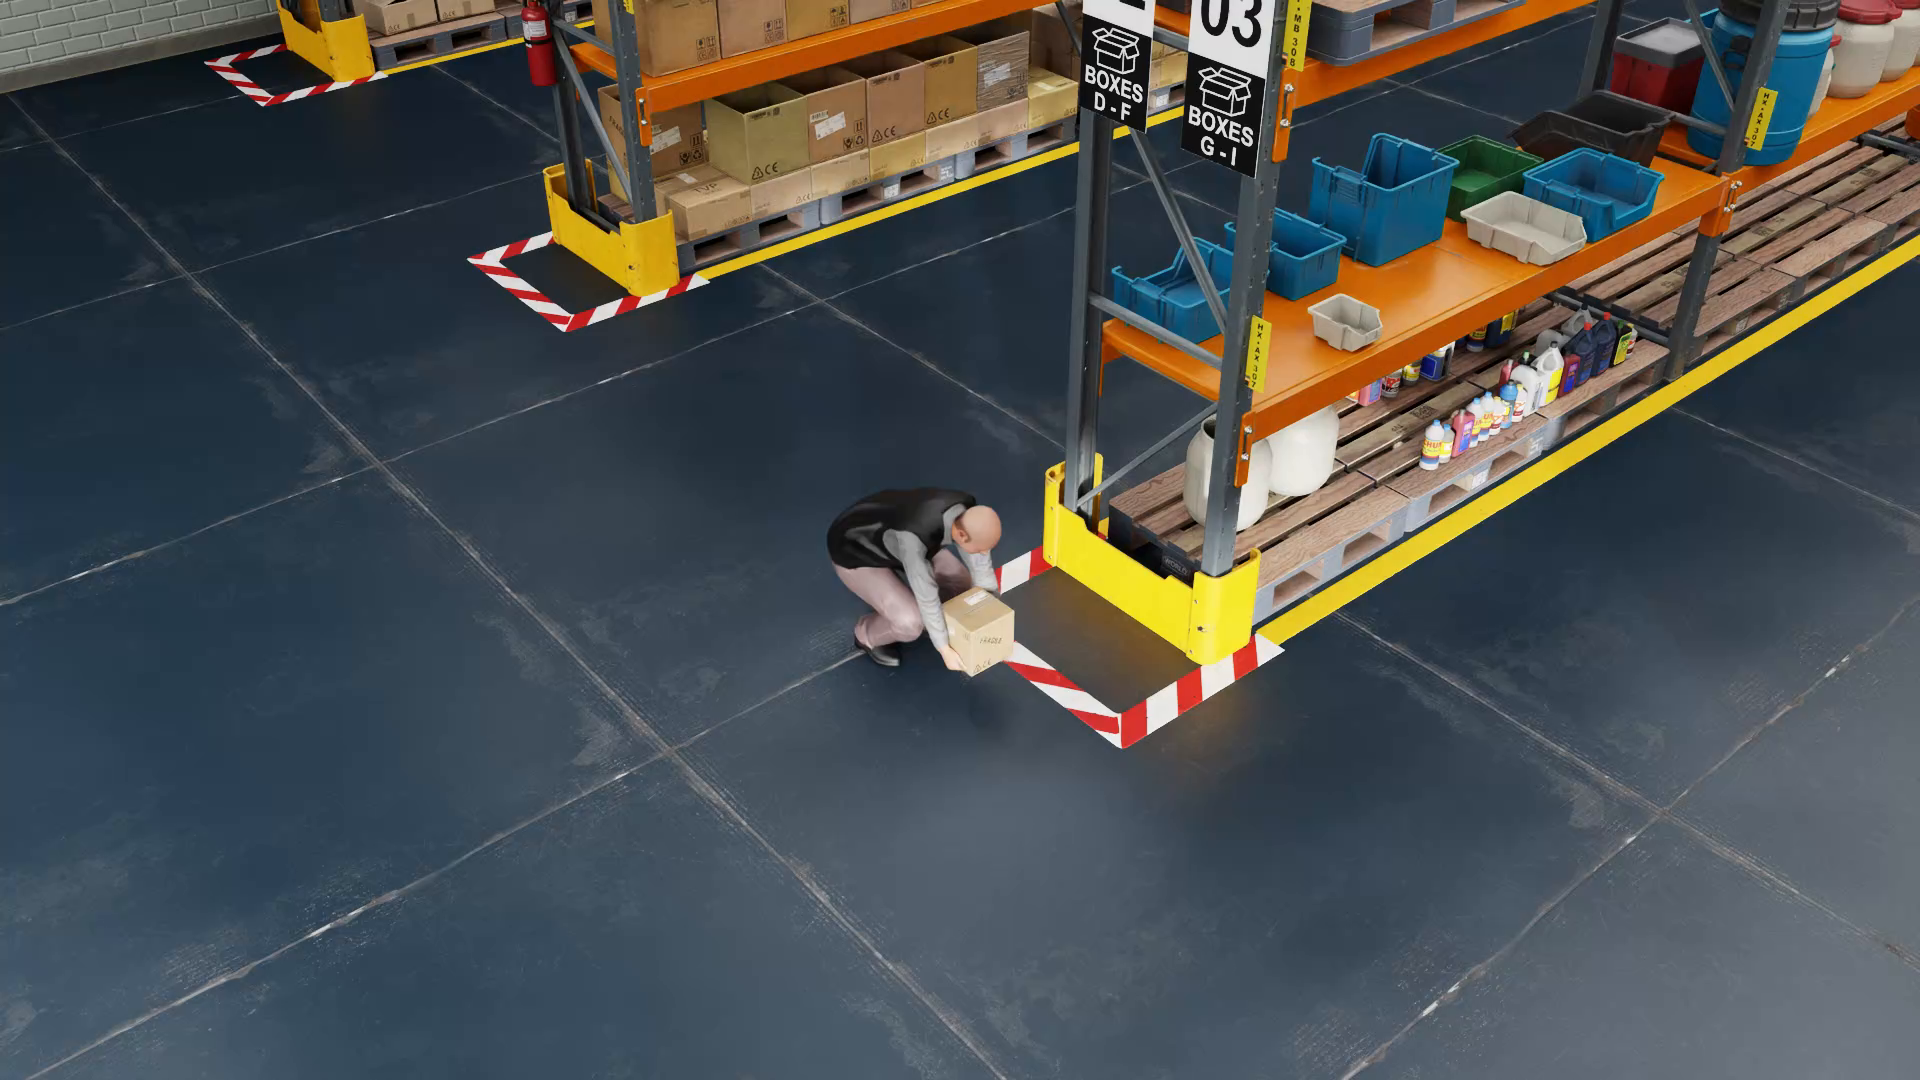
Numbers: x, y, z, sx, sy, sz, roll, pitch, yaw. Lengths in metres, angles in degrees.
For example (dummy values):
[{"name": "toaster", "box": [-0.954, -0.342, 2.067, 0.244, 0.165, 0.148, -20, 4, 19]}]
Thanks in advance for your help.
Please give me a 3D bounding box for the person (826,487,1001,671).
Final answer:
[{"name": "person", "box": [-0.175, 0.147, 7.559, 0.916, 0.959, 0.506, 27, 44, 33]}]
